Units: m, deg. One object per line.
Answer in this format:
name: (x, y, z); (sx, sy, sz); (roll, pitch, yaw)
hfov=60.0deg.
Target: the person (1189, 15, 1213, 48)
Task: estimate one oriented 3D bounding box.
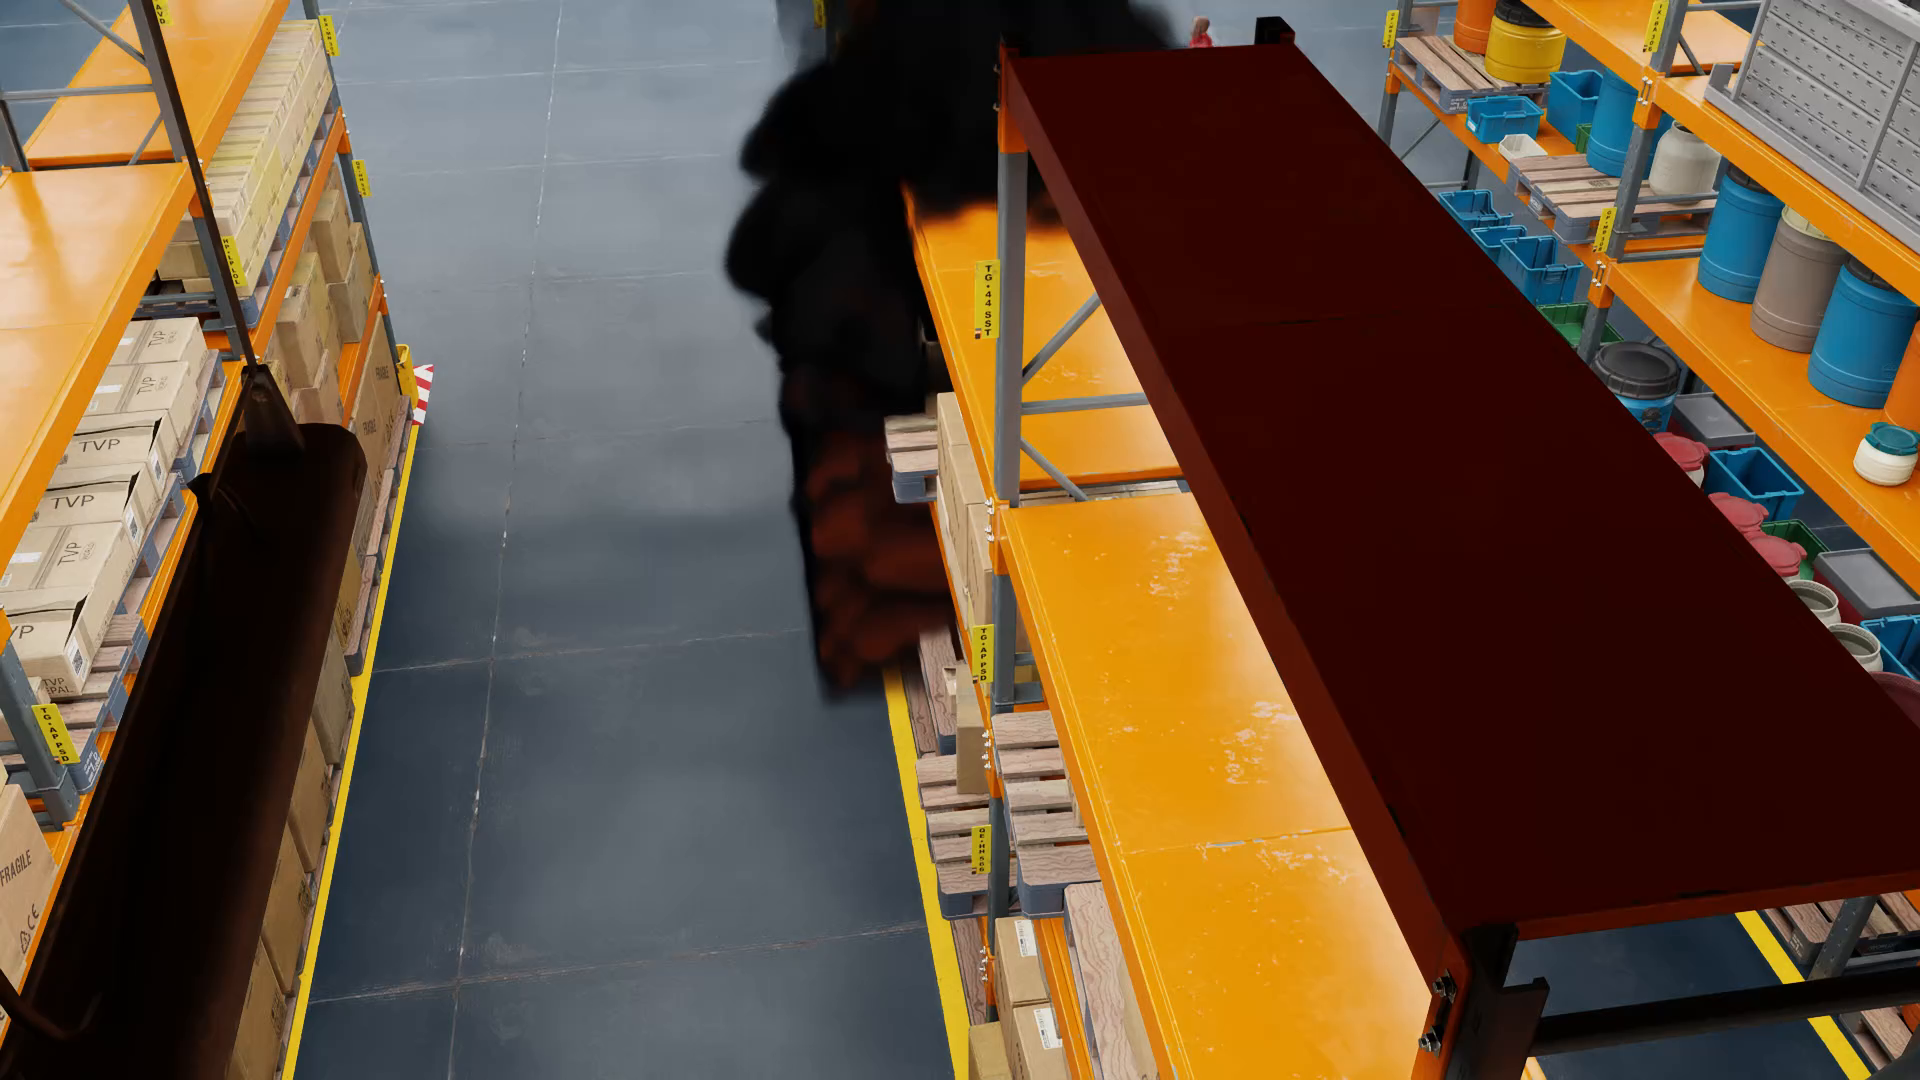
person: (2.756, -5.101, 18.958); (0.969, 1.742, 0.672); (9, 37, 12)
